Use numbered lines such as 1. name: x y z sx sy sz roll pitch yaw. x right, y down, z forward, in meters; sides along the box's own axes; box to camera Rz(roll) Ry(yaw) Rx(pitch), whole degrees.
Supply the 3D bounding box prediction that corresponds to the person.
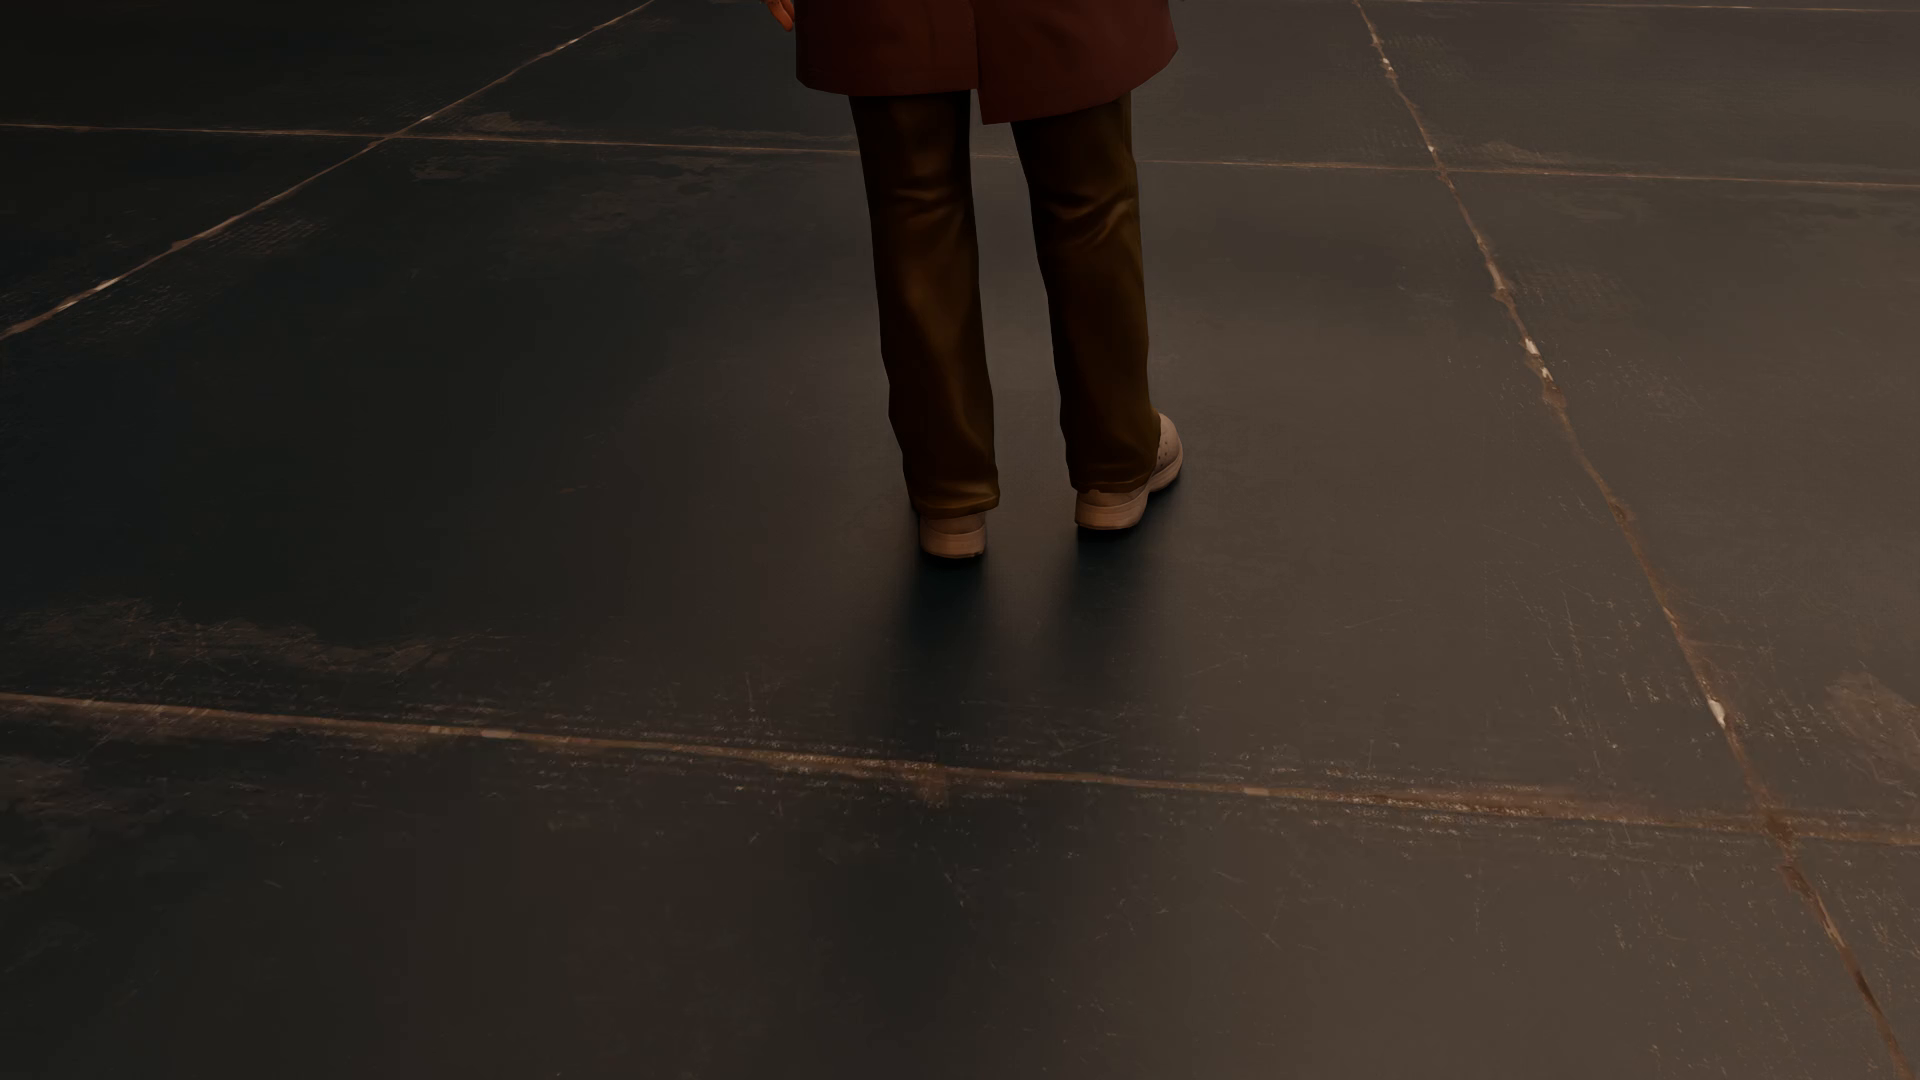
1. person: 0.017 -0.843 2.183 0.696 1.775 0.576 3 27 7
